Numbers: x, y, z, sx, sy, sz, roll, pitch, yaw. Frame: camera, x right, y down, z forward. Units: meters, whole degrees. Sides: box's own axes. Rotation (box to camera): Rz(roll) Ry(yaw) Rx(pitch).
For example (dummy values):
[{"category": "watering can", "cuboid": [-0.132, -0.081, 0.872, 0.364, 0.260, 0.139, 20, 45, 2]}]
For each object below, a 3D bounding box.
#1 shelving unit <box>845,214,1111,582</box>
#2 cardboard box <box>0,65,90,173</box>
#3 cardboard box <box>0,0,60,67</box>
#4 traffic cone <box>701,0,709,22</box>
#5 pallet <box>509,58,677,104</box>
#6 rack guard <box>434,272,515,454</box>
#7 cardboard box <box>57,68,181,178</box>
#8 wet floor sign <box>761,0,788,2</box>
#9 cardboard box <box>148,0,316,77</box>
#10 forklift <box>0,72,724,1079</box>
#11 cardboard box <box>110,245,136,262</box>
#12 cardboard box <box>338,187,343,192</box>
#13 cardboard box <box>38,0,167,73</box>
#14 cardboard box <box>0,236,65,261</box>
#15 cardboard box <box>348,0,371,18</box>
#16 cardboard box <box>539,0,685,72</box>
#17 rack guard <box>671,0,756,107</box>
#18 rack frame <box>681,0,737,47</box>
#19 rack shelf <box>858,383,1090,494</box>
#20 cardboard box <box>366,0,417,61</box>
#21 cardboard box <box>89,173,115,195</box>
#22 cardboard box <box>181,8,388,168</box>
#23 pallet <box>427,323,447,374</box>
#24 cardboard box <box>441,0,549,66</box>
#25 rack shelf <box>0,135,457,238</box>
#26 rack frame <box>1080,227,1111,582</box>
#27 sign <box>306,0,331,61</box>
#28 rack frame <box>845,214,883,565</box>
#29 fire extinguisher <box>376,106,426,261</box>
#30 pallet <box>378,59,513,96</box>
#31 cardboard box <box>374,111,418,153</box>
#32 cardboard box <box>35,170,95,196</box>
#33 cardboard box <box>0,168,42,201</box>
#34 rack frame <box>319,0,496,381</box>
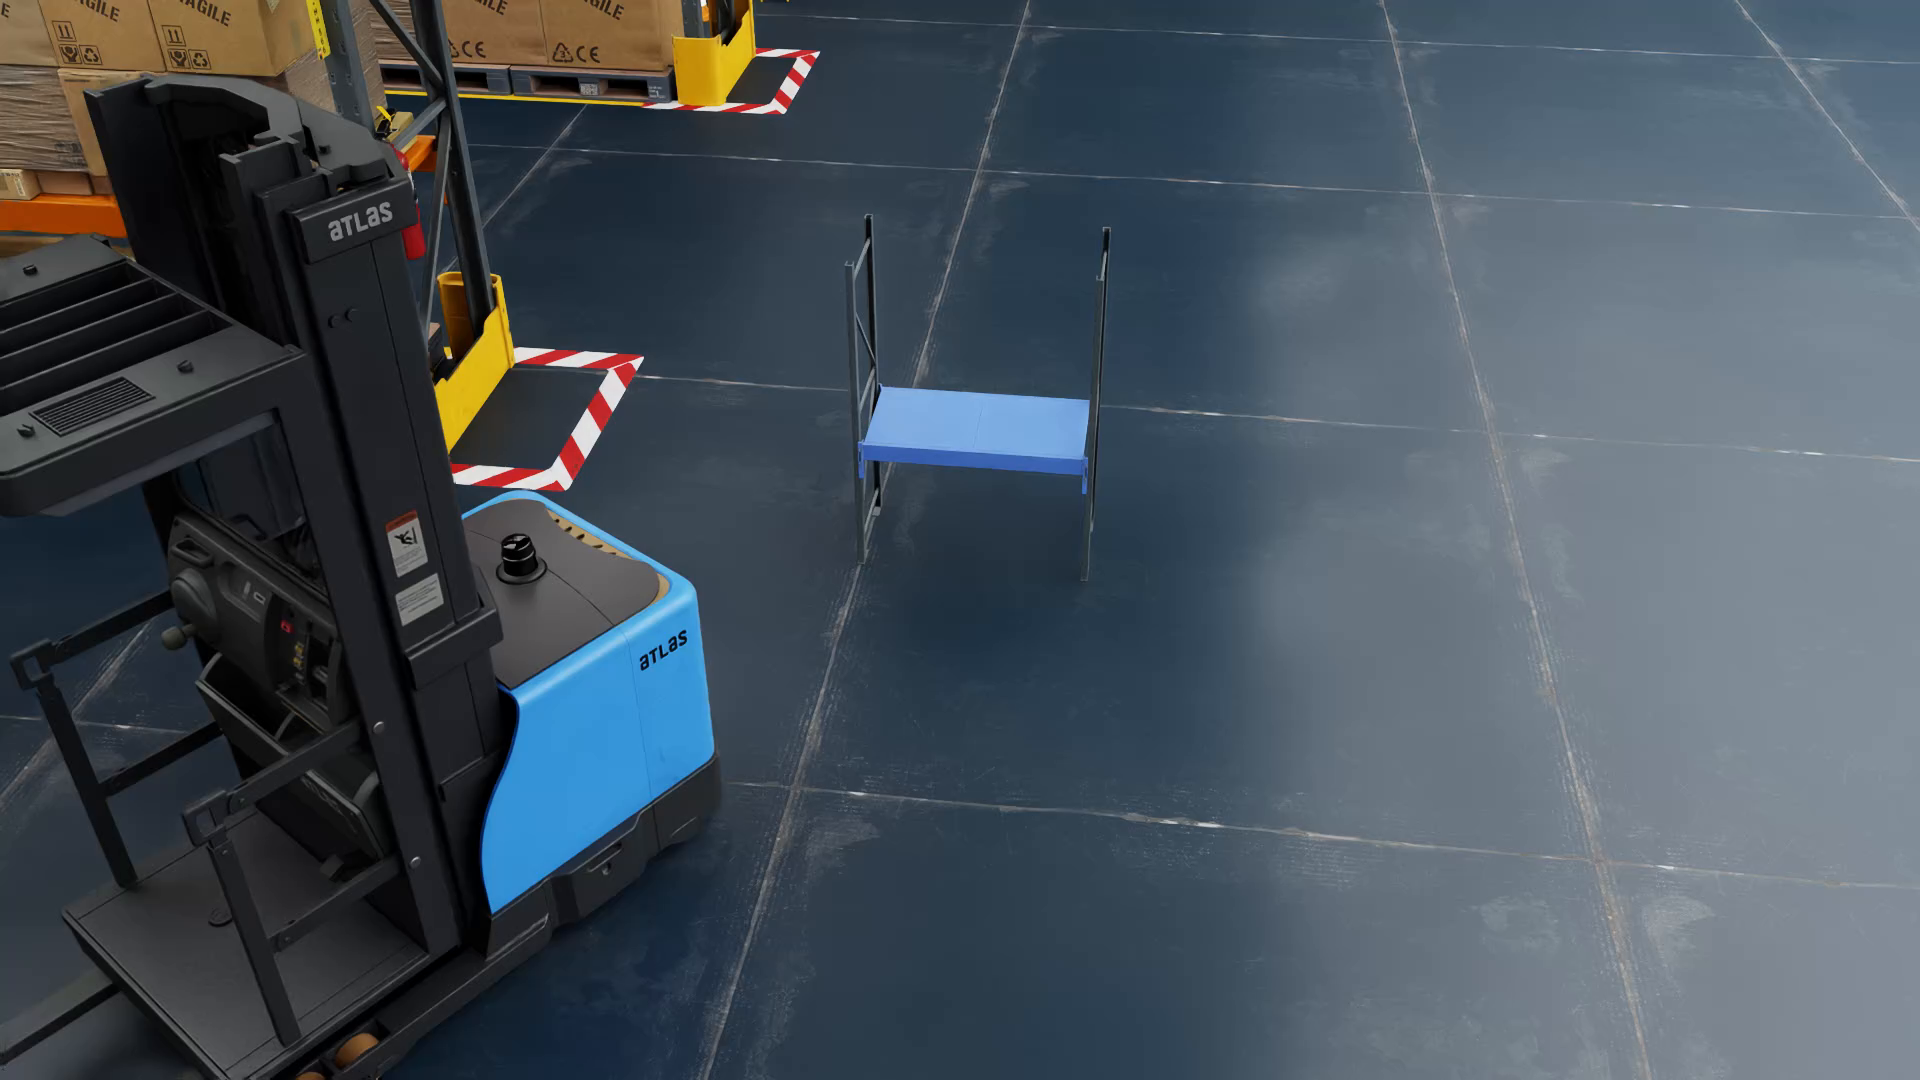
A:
[{"category": "shelving unit", "cuboid": [0.085, -0.604, 7.305, 1.048, 1.500, 0.538, 4, 36, 6]}, {"category": "cardboard box", "cuboid": [-4.144, -2.147, 7.834, 0.500, 0.500, 0.875, 4, 36, 6]}, {"category": "cardboard box", "cuboid": [-4.170, -2.438, 7.382, 0.500, 0.500, 0.500, 4, 36, 6]}, {"category": "traffic cone", "cuboid": [-2.214, -4.575, 13.761, 0.334, 0.463, 0.336, 4, 36, 6]}, {"category": "pallet", "cuboid": [-2.671, -3.629, 12.653, 1.213, 0.211, 1.003, 4, 36, 6]}, {"category": "rack guard", "cuboid": [-2.676, -0.887, 8.563, 0.348, 0.500, 1.175, 4, 36, 6]}, {"category": "cardboard box", "cuboid": [-3.654, -2.085, 7.748, 0.500, 0.500, 0.875, 4, 36, 6]}, {"category": "wet floor sign", "cuboid": [-1.587, -4.930, 14.102, 0.232, 0.644, 0.267, -2, 36, -2]}, {"category": "cardboard box", "cuboid": [-3.177, -2.366, 7.281, 0.500, 0.500, 0.500, 4, 36, 6]}, {"category": "forklift", "cuboid": [-2.227, 0.304, 4.801, 1.130, 2.935, 3.031, 26, 43, 32]}, {"category": "cardboard box", "cuboid": [-4.433, -1.190, 8.626, 0.500, 0.500, 0.500, 7, 36, 10]}, {"category": "cardboard box", "cuboid": [-2.909, -1.699, 7.765, 0.250, 0.149, 0.380, 4, 36, 6]}, {"category": "cardboard box", "cuboid": [-3.674, -2.400, 7.328, 0.500, 0.500, 0.500, 4, 36, 6]}, {"category": "cardboard box", "cuboid": [-4.981, -1.257, 8.720, 0.500, 0.500, 0.500, 1, 36, 2]}, {"category": "cardboard box", "cuboid": [-3.111, -2.666, 7.700, 0.500, 0.500, 0.500, 4, 36, 6]}, {"category": "cardboard box", "cuboid": [-2.549, -4.068, 12.335, 0.875, 0.875, 0.875, 4, 36, 6]}, {"category": "rack guard", "cuboid": [-1.844, -3.730, 12.547, 0.348, 0.500, 1.175, 4, 36, 6]}, {"category": "rack frame", "cuboid": [-1.868, -4.750, 11.823, 0.127, 3.000, 1.000, 4, 36, 6]}, {"category": "rack shelf", "cuboid": [0.085, -0.458, 7.410, 1.000, 0.185, 0.538, 4, 36, 6]}, {"category": "cardboard box", "cuboid": [-4.326, -4.200, 12.521, 0.875, 0.875, 0.875, 5, 36, 6]}, {"category": "cardboard box", "cuboid": [-3.900, -1.777, 7.873, 0.250, 0.149, 0.380, 4, 36, 6]}, {"category": "cardboard box", "cuboid": [-3.142, -2.118, 7.793, 0.500, 0.500, 0.875, 4, 36, 6]}, {"category": "pallet", "cuboid": [-3.477, -0.850, 8.760, 1.213, 0.211, 1.003, 4, 36, 6]}, {"category": "cardboard box", "cuboid": [-3.422, -4.132, 12.425, 0.875, 0.875, 0.875, 4, 36, 5]}, {"category": "rack shelf", "cuboid": [-4.584, -1.754, 8.245, 4.000, 0.370, 1.077, 4, 36, 6]}, {"category": "rack frame", "cuboid": [0.589, -0.567, 7.253, 0.032, 1.500, 0.500, 4, 36, 6]}, {"category": "sign", "cuboid": [-2.691, -2.181, 6.955, 0.005, 0.325, 0.100, 4, 36, 6]}, {"category": "rack frame", "cuboid": [-0.420, -0.642, 7.358, 0.032, 1.500, 0.500, 4, 36, 6]}, {"category": "fire extinguisher", "cuboid": [-2.545, -1.594, 7.468, 0.183, 0.674, 0.296, 4, 36, 6]}, {"category": "pallet", "cuboid": [-3.878, -3.720, 12.781, 1.213, 0.211, 1.003, 4, 36, 6]}, {"category": "cardboard box", "cuboid": [-2.853, -1.955, 8.124, 0.250, 0.149, 0.380, 4, 36, 6]}, {"category": "cardboard box", "cuboid": [-4.151, -1.782, 7.881, 0.250, 0.149, 0.380, 4, 36, 6]}, {"category": "cardboard box", "cuboid": [-4.410, -1.750, 7.836, 0.250, 0.149, 0.380, 4, 36, 6]}, {"category": "rack frame", "cuboid": [-2.600, -1.899, 7.829, 0.127, 3.000, 1.000, 4, 36, 6]}]
